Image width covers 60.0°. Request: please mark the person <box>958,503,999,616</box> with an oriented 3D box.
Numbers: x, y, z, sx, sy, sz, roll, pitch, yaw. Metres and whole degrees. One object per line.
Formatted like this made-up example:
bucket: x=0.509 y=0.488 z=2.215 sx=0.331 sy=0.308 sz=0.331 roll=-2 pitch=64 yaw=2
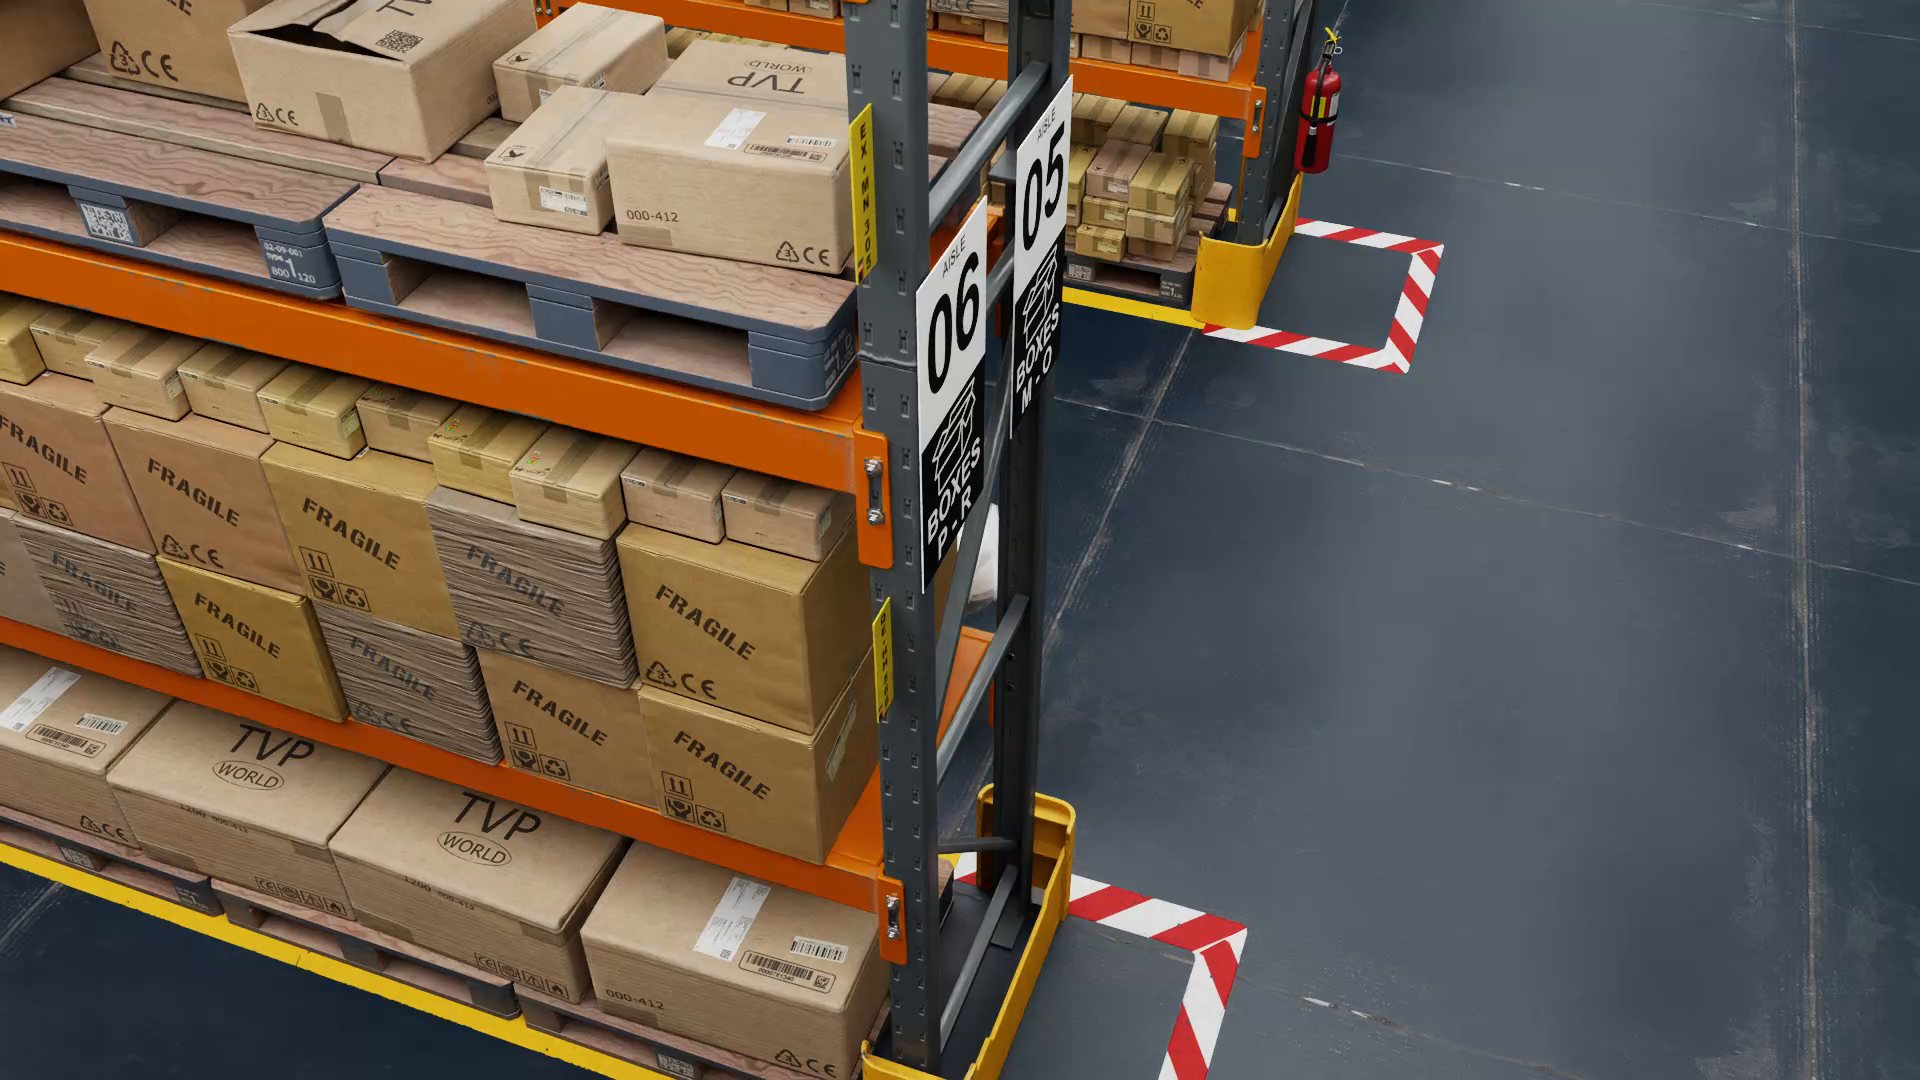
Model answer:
person: x=-0.249 y=0.234 z=6.508 sx=0.982 sy=0.947 sz=0.523 roll=7 pitch=42 yaw=8
